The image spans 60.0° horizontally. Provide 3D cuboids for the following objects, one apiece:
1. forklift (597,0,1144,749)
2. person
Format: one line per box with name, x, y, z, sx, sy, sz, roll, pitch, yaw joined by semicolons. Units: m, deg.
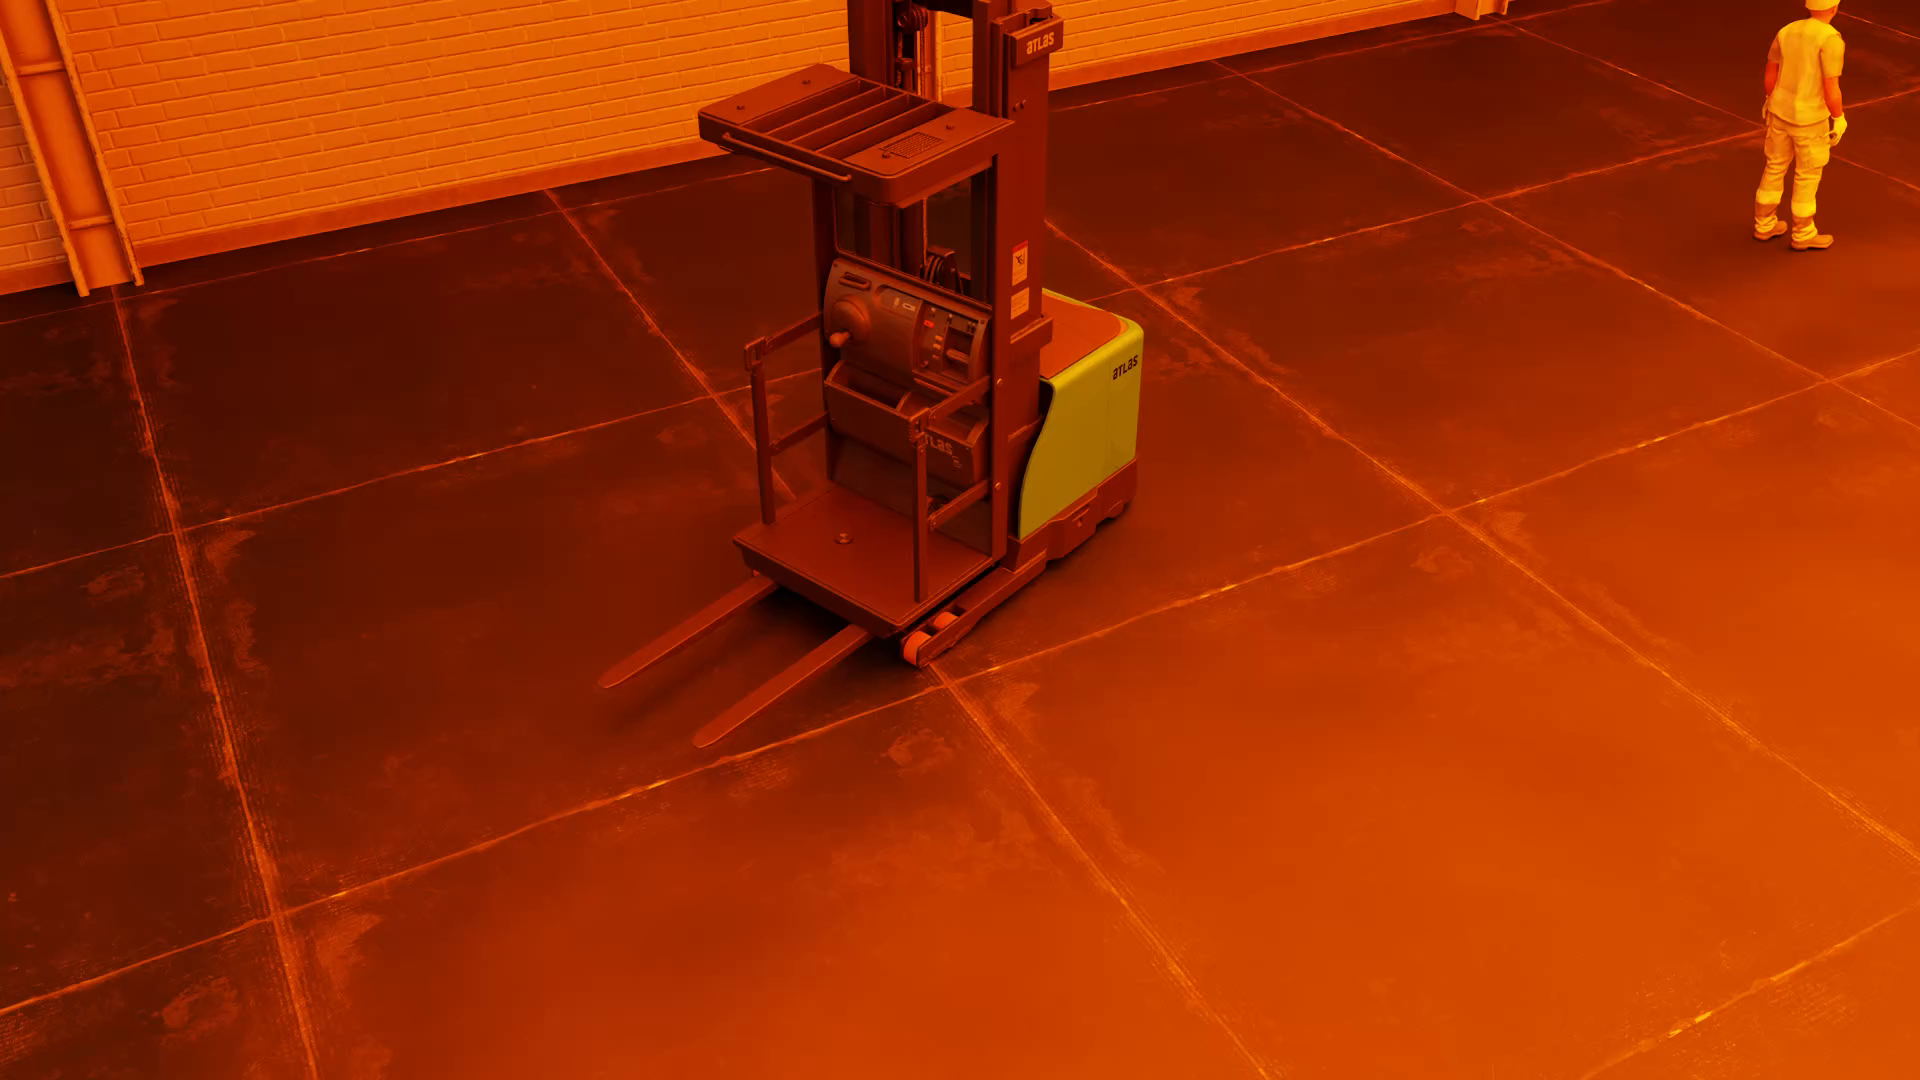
forklift;-0.390;-0.927;7.434;1.130;2.935;3.031;26;43;31
person;5.692;-2.859;11.145;0.564;1.787;0.638;-14;38;-19
